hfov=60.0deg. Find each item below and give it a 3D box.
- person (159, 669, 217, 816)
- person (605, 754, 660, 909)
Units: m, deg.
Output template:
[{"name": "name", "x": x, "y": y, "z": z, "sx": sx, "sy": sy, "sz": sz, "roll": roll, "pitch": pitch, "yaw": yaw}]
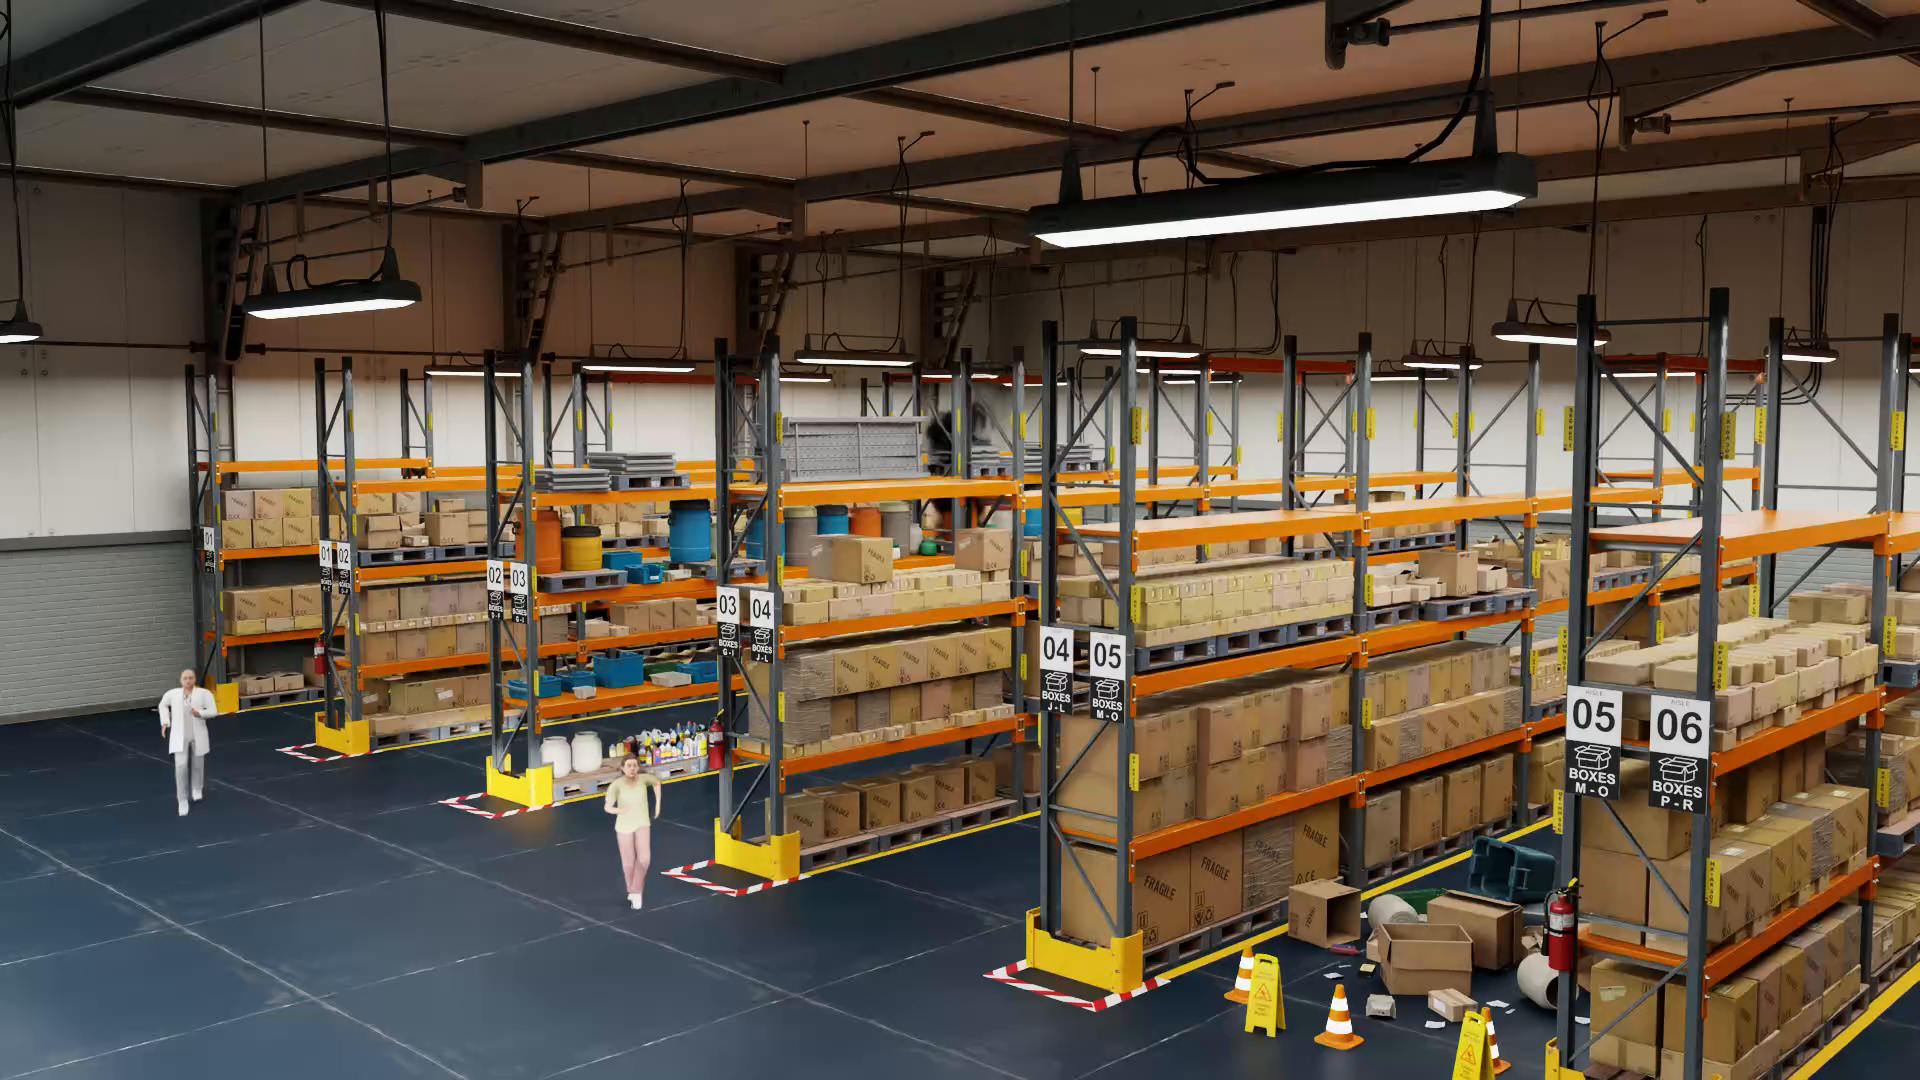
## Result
[{"name": "person", "x": -10.072, "y": 2.602, "z": 21.734, "sx": 0.681, "sy": 1.836, "sz": 0.909, "roll": -2, "pitch": 5, "yaw": -26}, {"name": "person", "x": -3.386, "y": 3.002, "z": 17.258, "sx": 0.607, "sy": 1.629, "sz": 0.765, "roll": -1, "pitch": 5, "yaw": -18}]
